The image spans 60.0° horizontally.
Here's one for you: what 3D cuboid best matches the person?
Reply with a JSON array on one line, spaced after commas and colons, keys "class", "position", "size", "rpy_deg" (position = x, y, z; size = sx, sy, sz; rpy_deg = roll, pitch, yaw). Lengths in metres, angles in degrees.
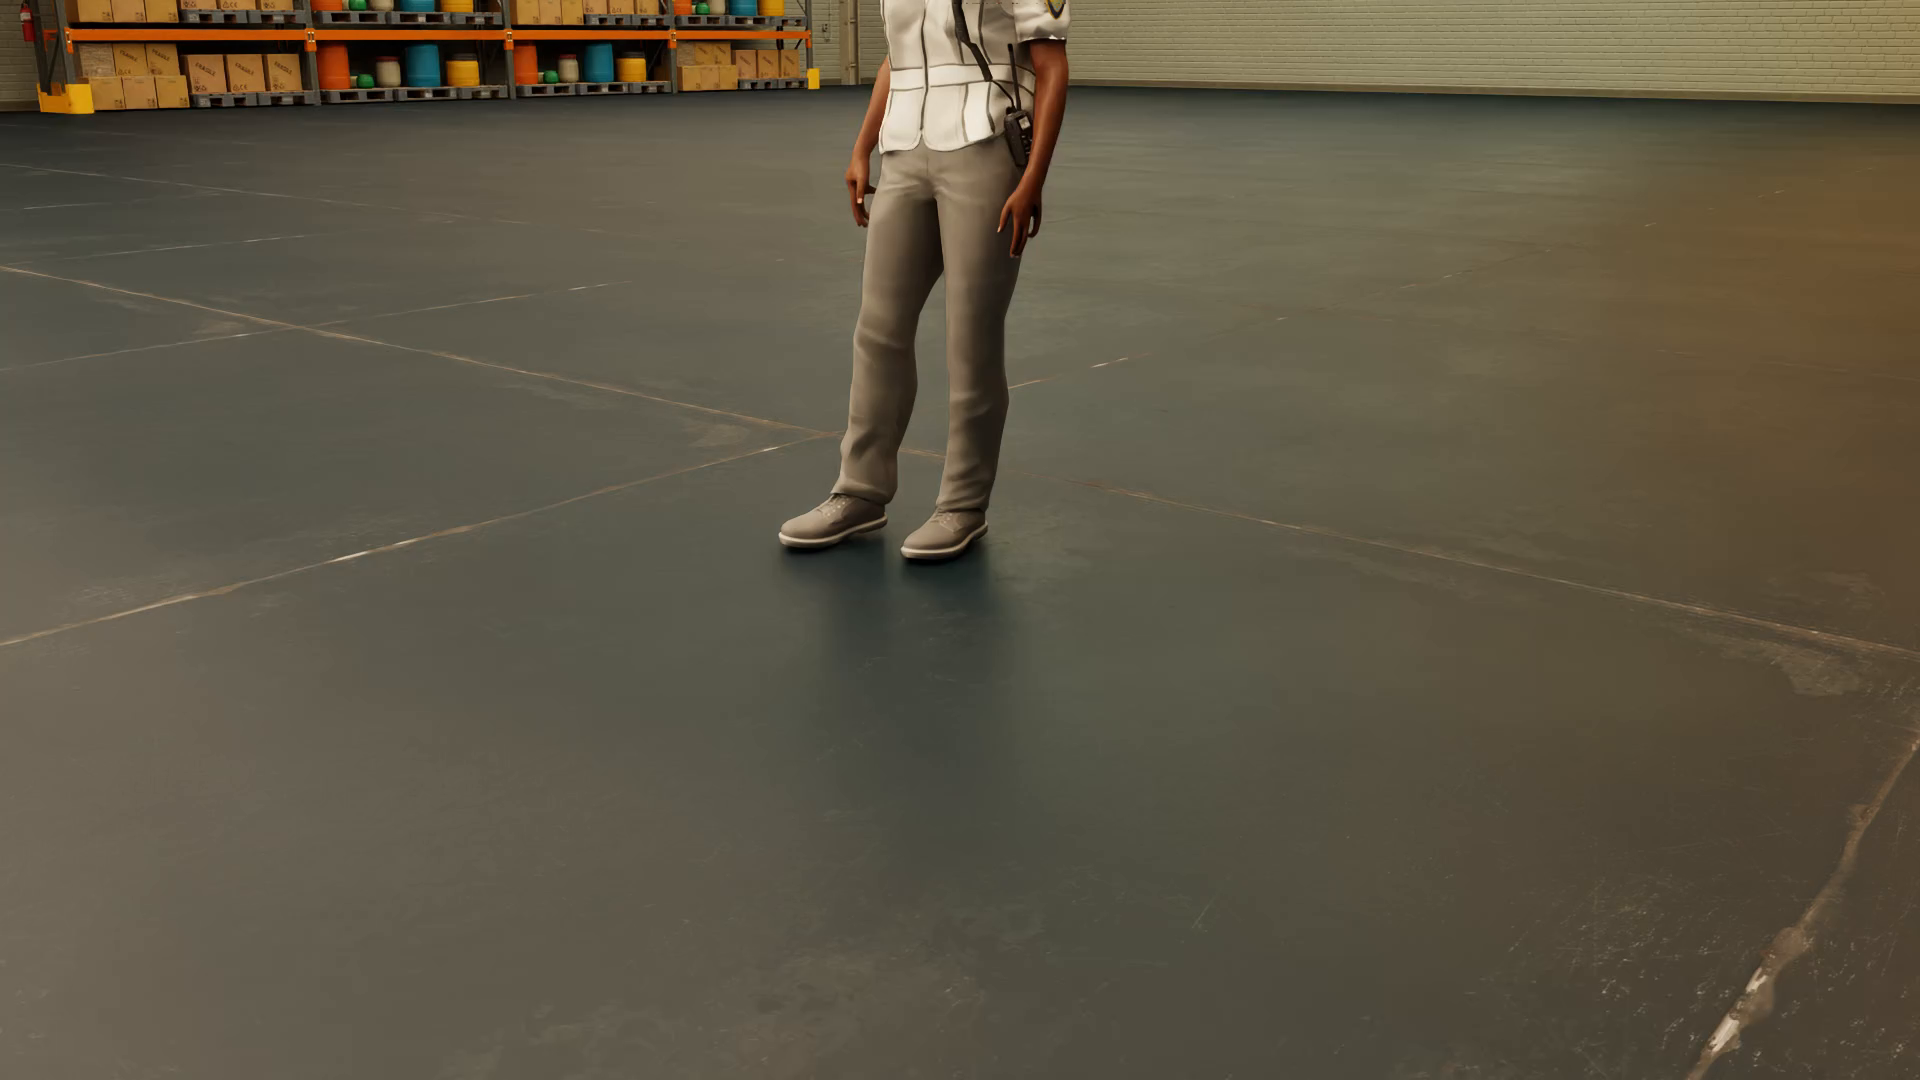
[{"class": "person", "position": [-0.063, -0.805, 3.650], "size": [0.570, 1.697, 0.528], "rpy_deg": [13, 21, 37]}]
